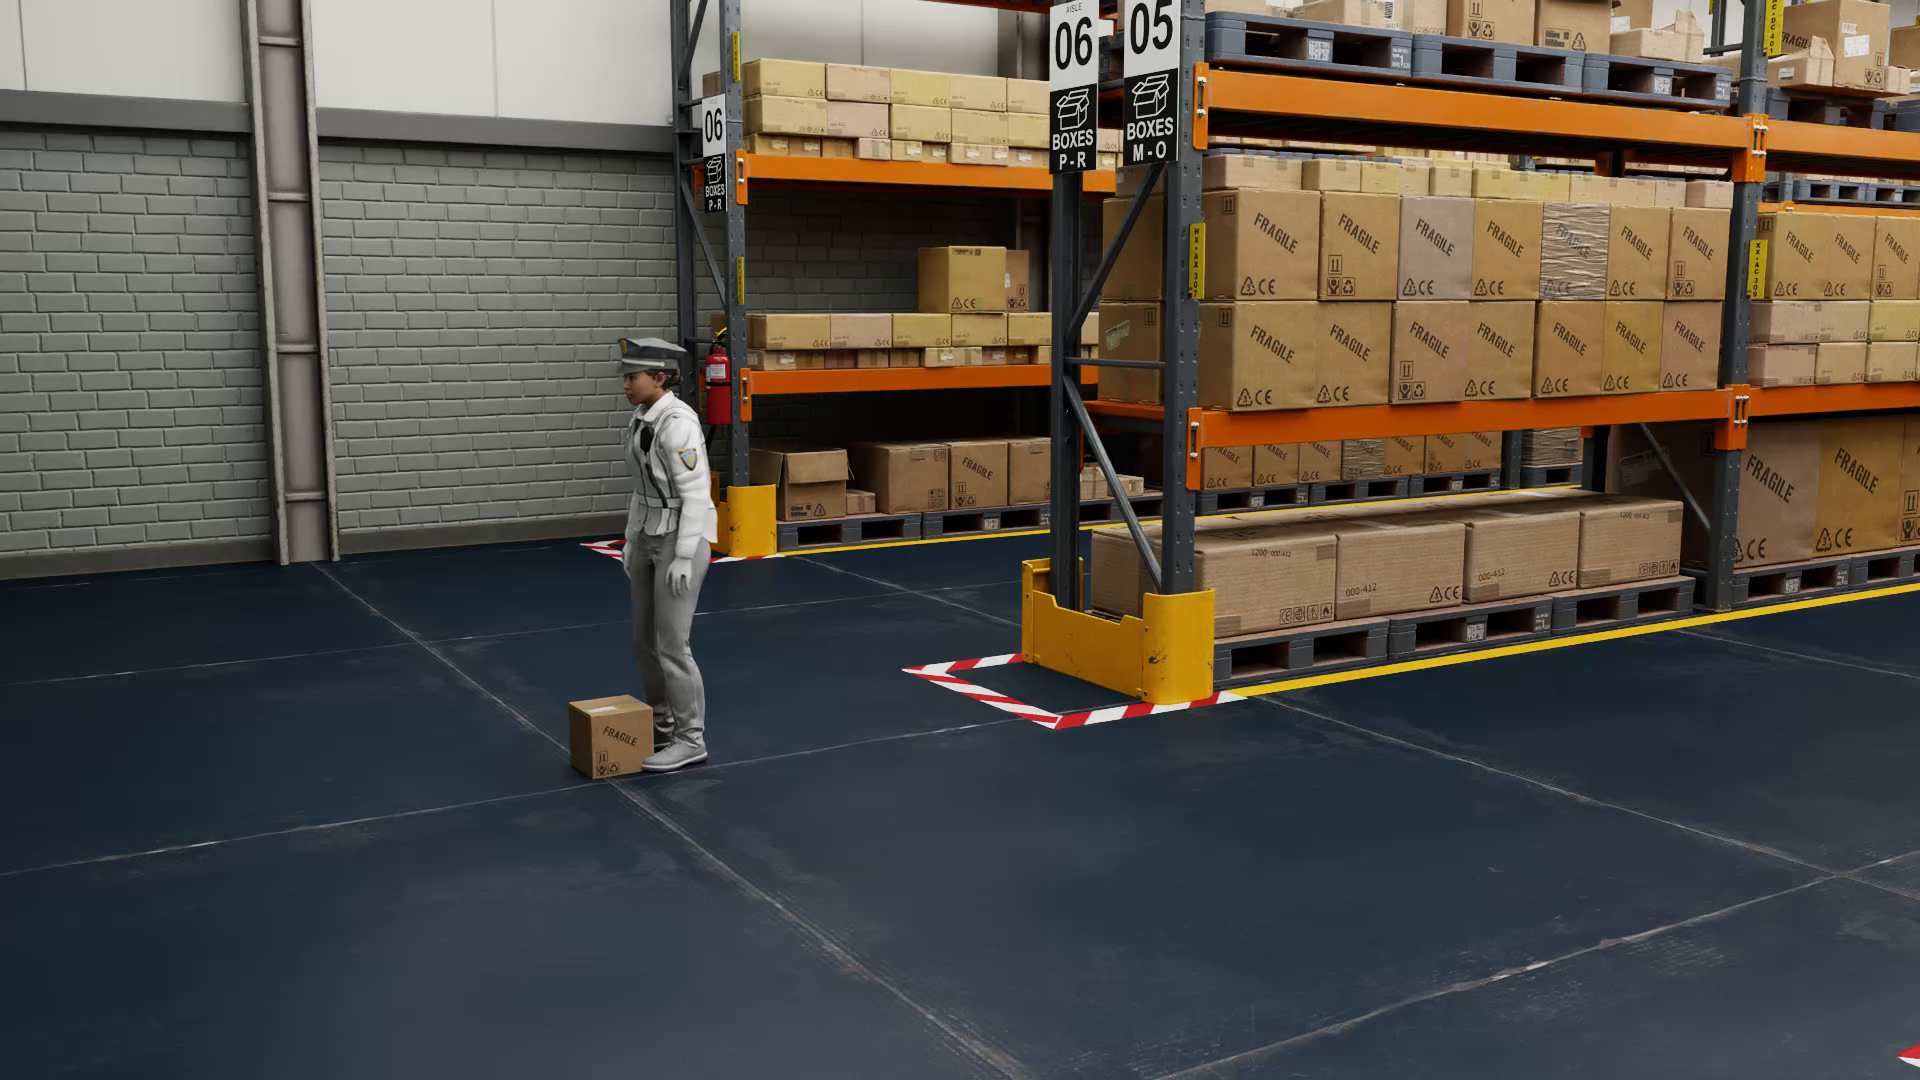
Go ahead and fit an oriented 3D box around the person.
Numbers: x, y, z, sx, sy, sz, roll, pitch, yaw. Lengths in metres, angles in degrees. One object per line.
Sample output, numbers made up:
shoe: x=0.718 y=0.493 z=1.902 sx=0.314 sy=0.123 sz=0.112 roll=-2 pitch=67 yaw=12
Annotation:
person: x=-1.152 y=0.046 z=6.490 sx=0.369 sy=1.667 sz=0.546 roll=-6 pitch=10 yaw=-34
